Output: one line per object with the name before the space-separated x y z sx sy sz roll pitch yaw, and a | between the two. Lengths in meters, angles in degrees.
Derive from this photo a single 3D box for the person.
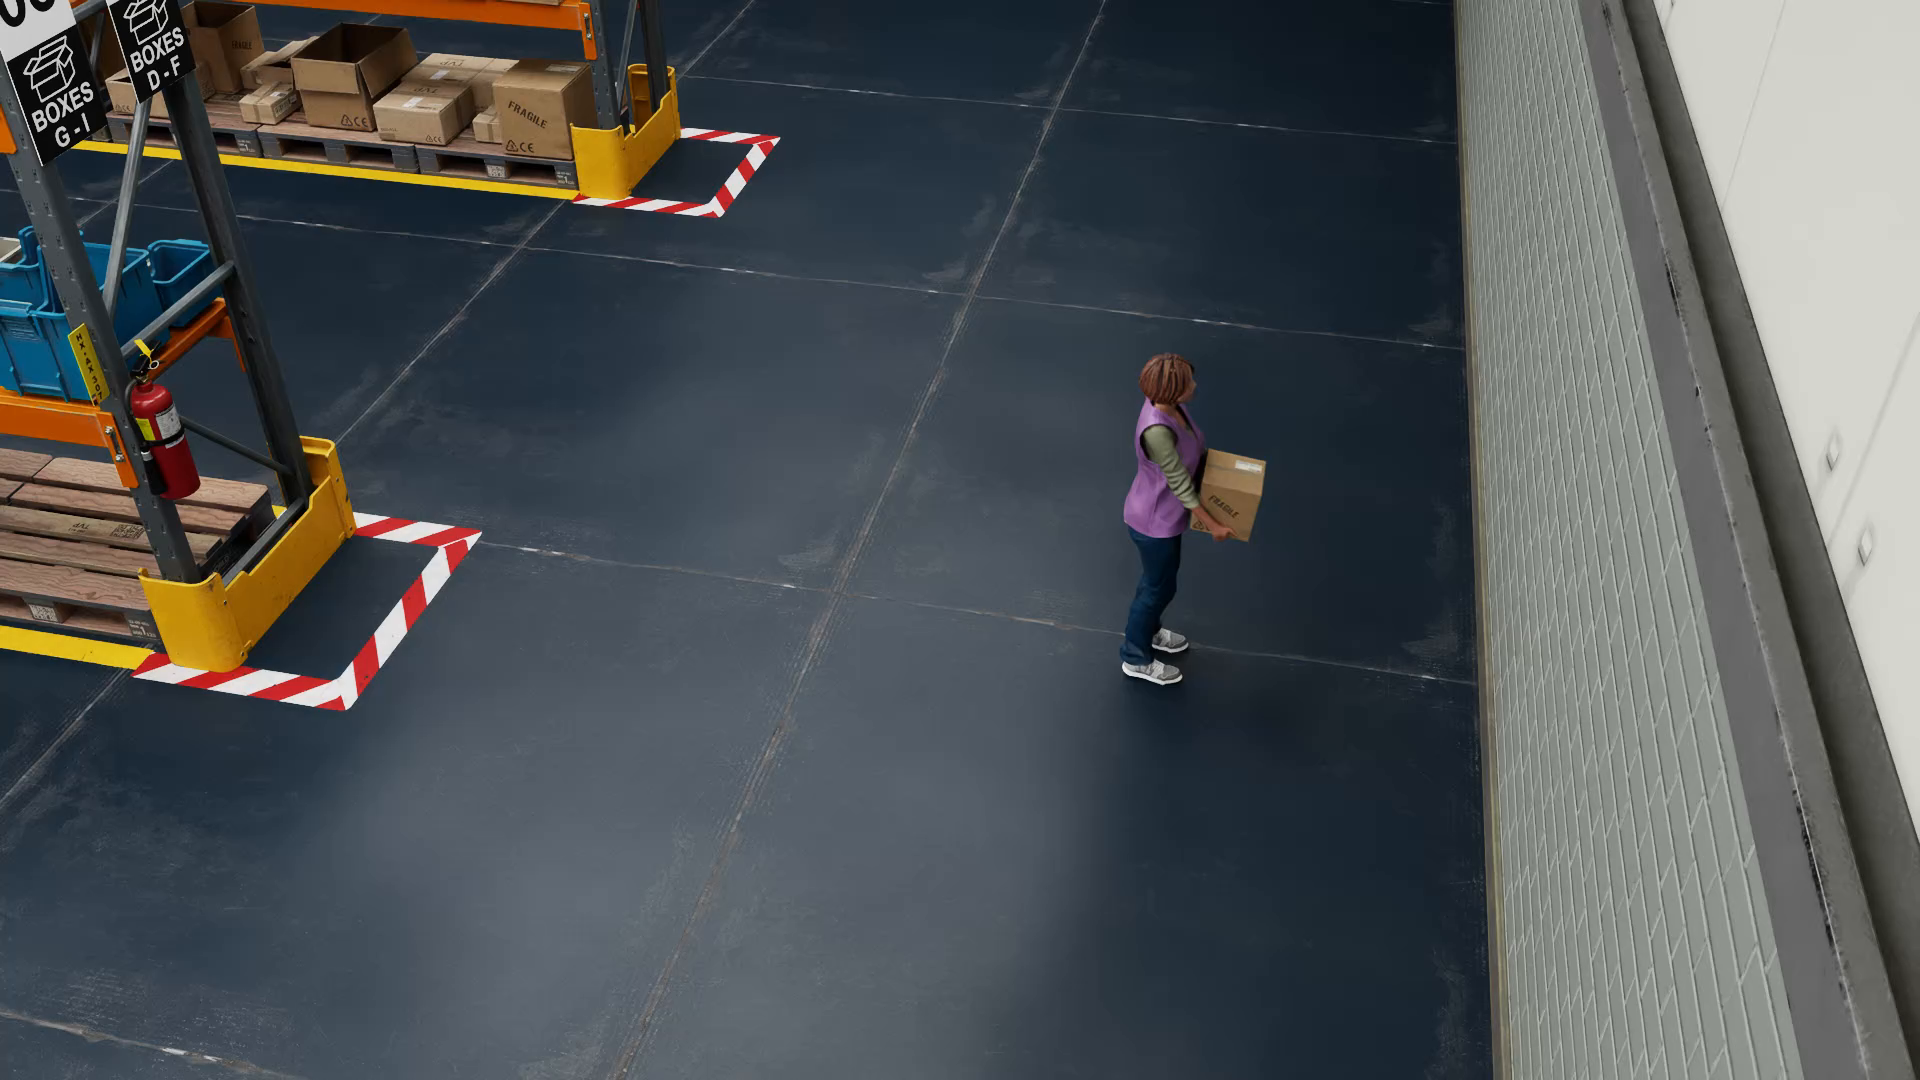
person | 0.943 -0.084 7.085 0.492 1.598 0.396 8 38 10
